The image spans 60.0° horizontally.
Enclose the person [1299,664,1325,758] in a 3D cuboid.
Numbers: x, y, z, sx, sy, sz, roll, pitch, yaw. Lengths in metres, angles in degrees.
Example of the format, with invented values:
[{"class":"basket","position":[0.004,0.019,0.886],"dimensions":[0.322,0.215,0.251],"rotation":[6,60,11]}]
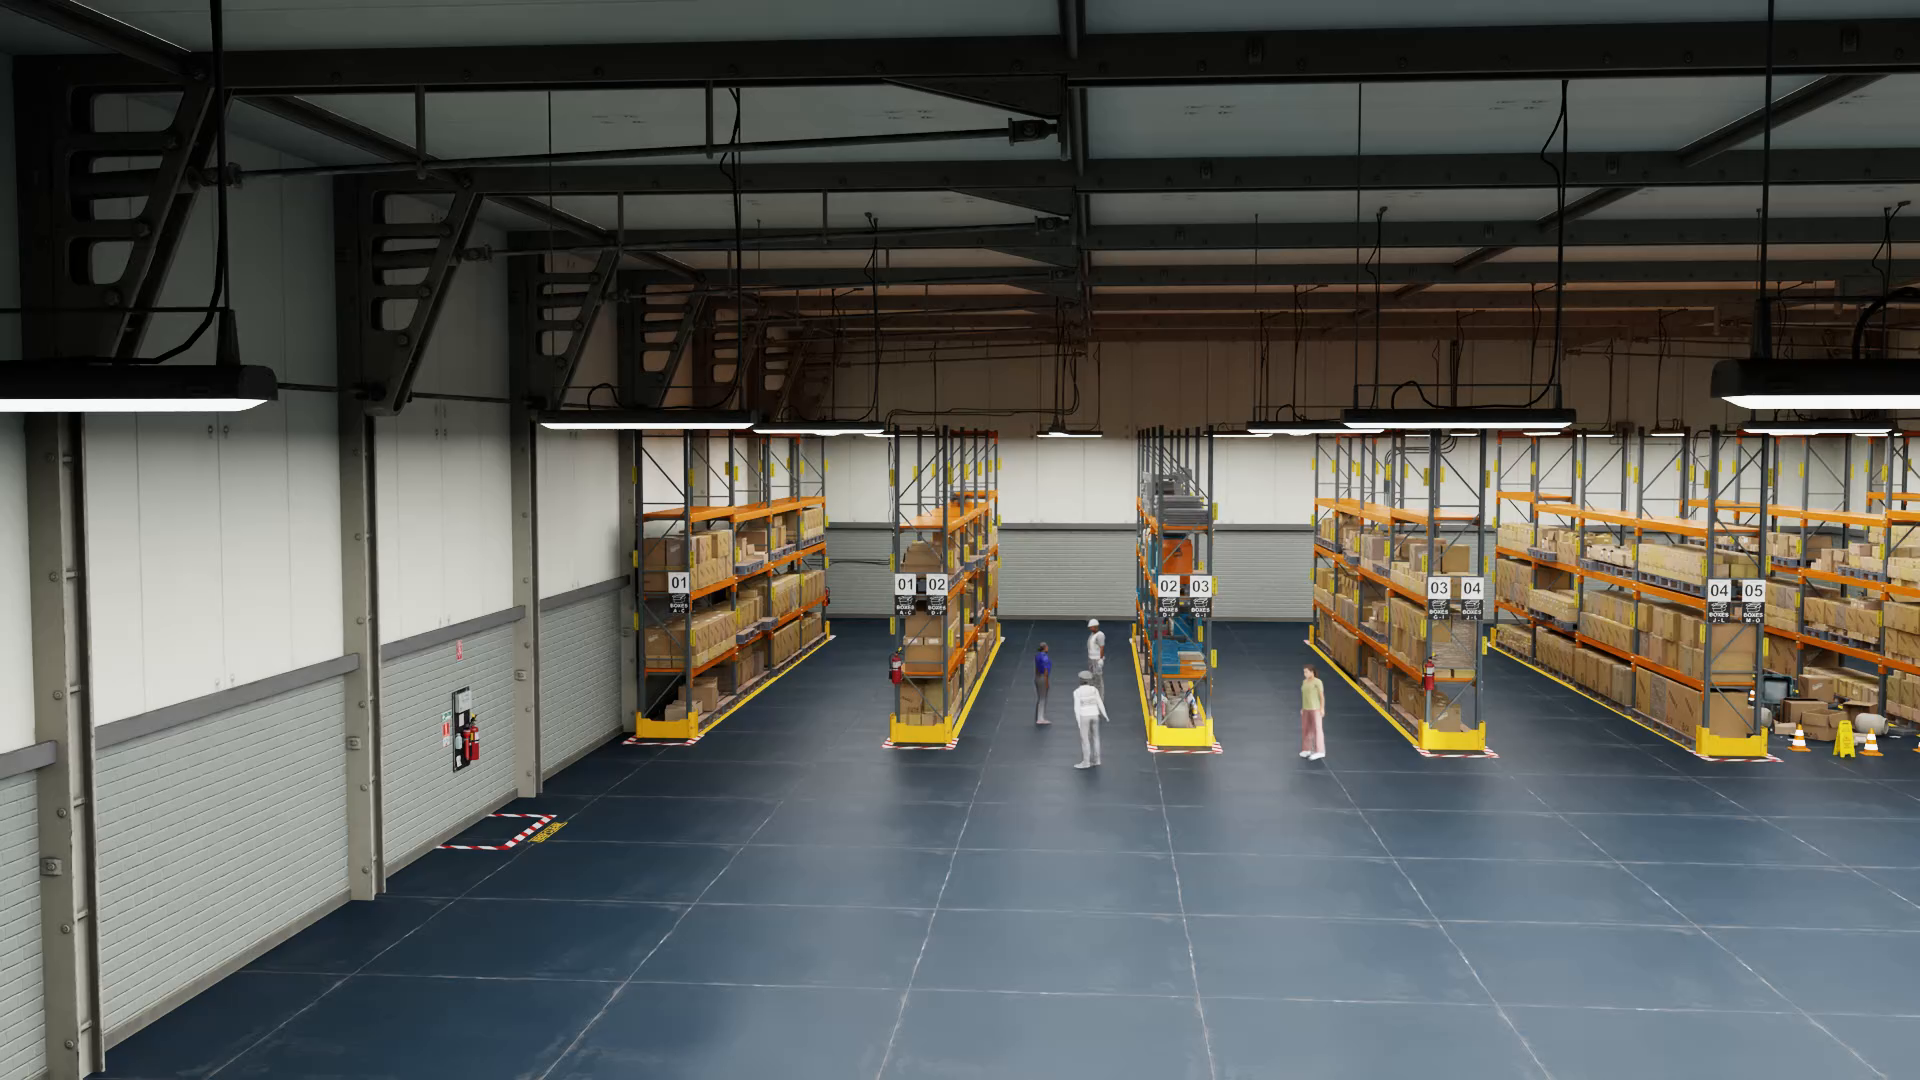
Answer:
[{"class":"person","position":[6.341,3.076,30.028],"dimensions":[0.403,1.680,0.557],"rotation":[-3,4,-38]}]

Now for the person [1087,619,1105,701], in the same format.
[{"class":"person","position":[2.970,2.630,36.571],"dimensions":[0.414,1.782,0.626],"rotation":[-1,4,-13]}]

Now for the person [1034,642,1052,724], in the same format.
[{"class":"person","position":[1.724,2.893,33.612],"dimensions":[0.433,1.690,0.509],"rotation":[-1,4,-16]}]

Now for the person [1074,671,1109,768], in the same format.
[{"class":"person","position":[2.295,3.129,29.063],"dimensions":[0.653,1.701,0.436],"rotation":[-1,4,-14]}]
